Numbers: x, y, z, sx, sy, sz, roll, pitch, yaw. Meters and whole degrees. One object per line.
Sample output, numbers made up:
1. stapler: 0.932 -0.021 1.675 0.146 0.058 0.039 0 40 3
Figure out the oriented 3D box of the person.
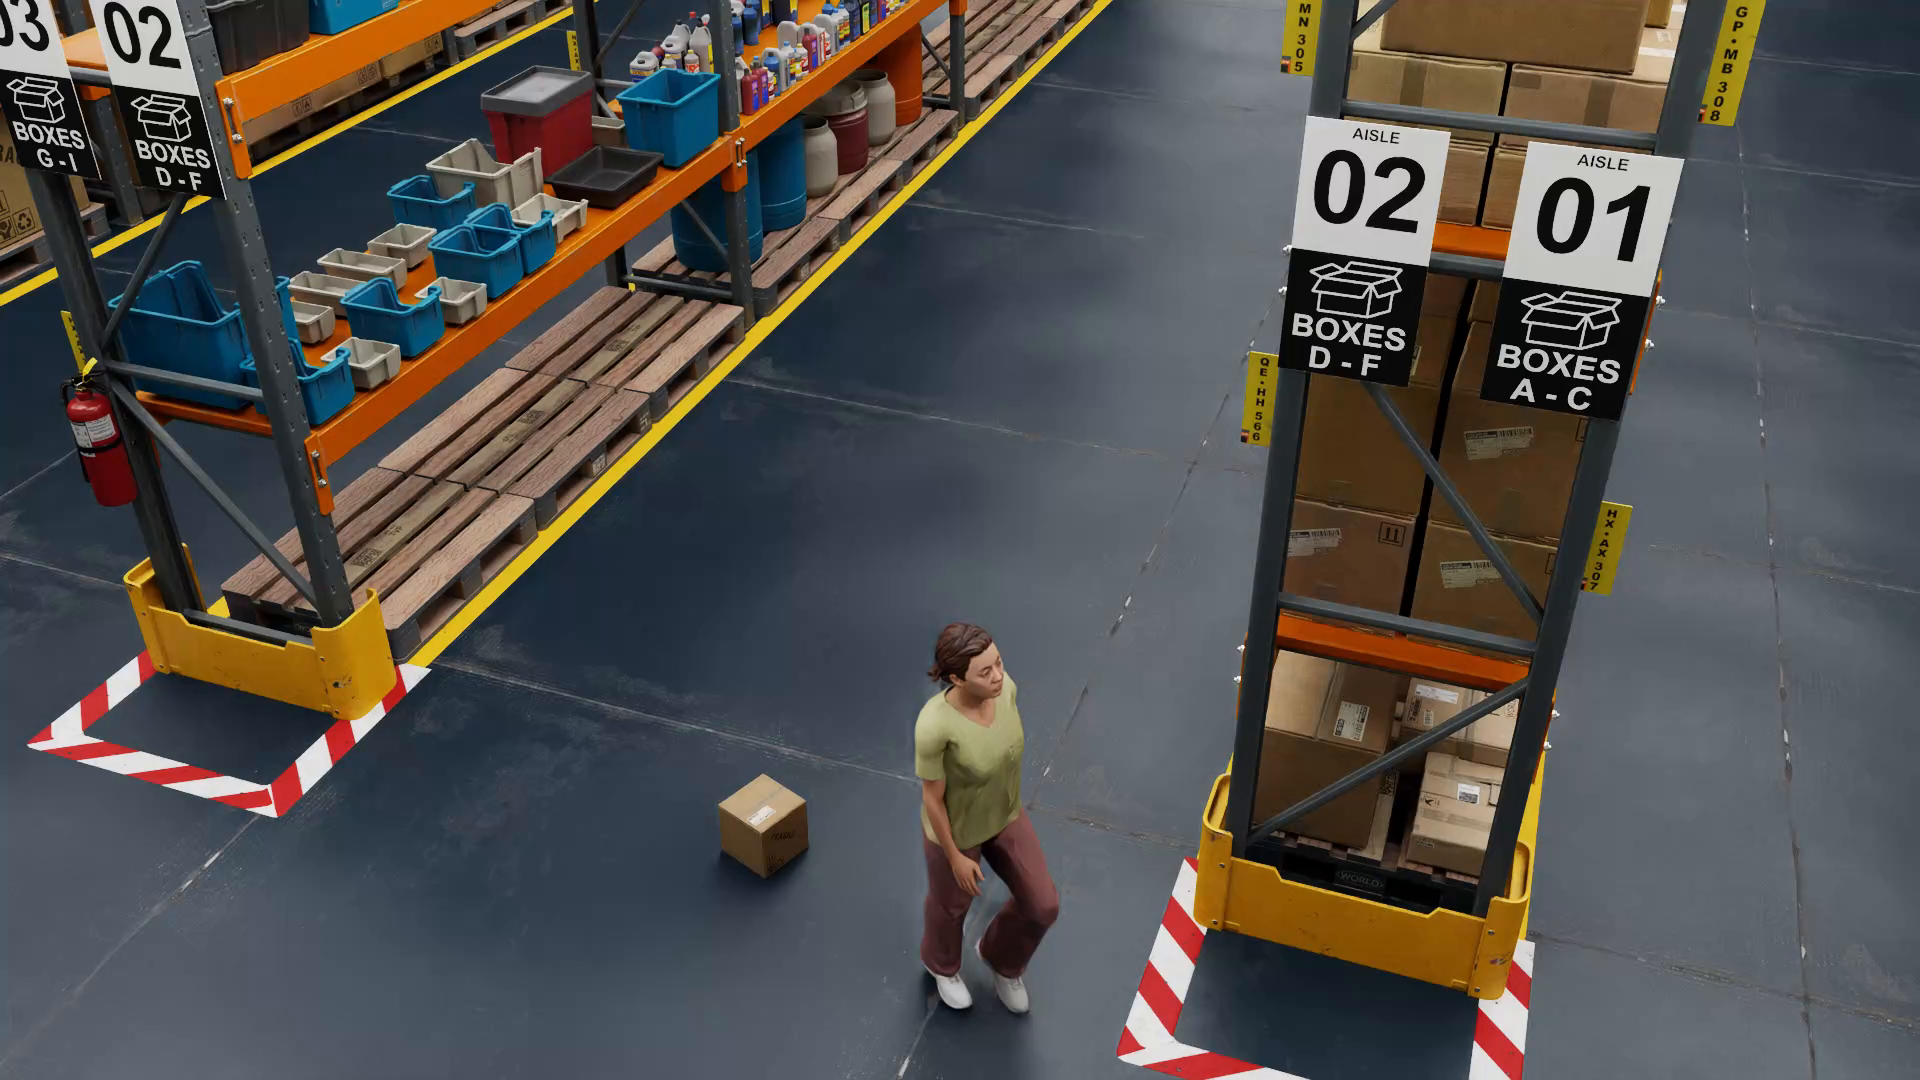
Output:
1. person: 0.055 0.984 5.636 0.454 1.689 0.502 -22 39 -29
